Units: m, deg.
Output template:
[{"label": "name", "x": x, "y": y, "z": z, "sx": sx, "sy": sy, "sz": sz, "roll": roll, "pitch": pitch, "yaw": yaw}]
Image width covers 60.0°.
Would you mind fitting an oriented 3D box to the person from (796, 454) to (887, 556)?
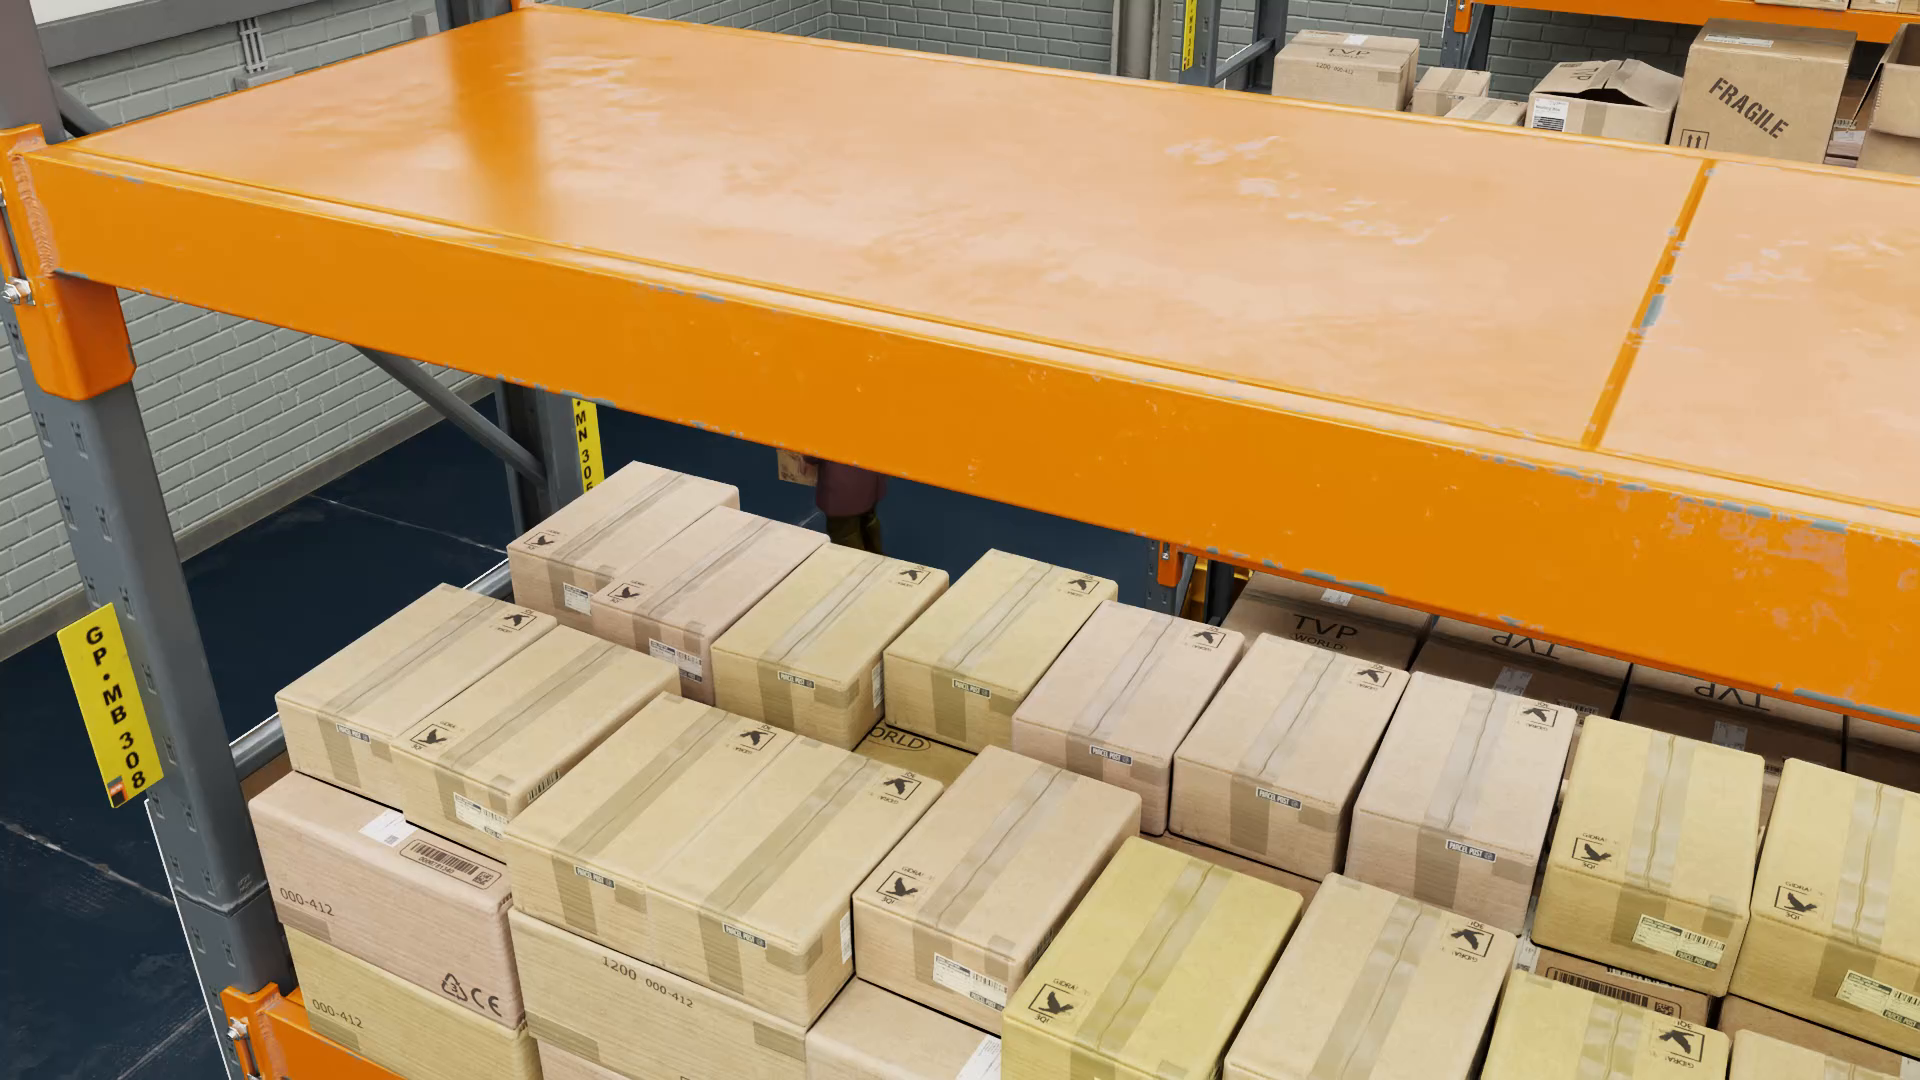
[{"label": "person", "x": -0.621, "y": -0.393, "z": 8.907, "sx": 0.481, "sy": 1.711, "sz": 0.585, "roll": 15, "pitch": 33, "yaw": 24}]
